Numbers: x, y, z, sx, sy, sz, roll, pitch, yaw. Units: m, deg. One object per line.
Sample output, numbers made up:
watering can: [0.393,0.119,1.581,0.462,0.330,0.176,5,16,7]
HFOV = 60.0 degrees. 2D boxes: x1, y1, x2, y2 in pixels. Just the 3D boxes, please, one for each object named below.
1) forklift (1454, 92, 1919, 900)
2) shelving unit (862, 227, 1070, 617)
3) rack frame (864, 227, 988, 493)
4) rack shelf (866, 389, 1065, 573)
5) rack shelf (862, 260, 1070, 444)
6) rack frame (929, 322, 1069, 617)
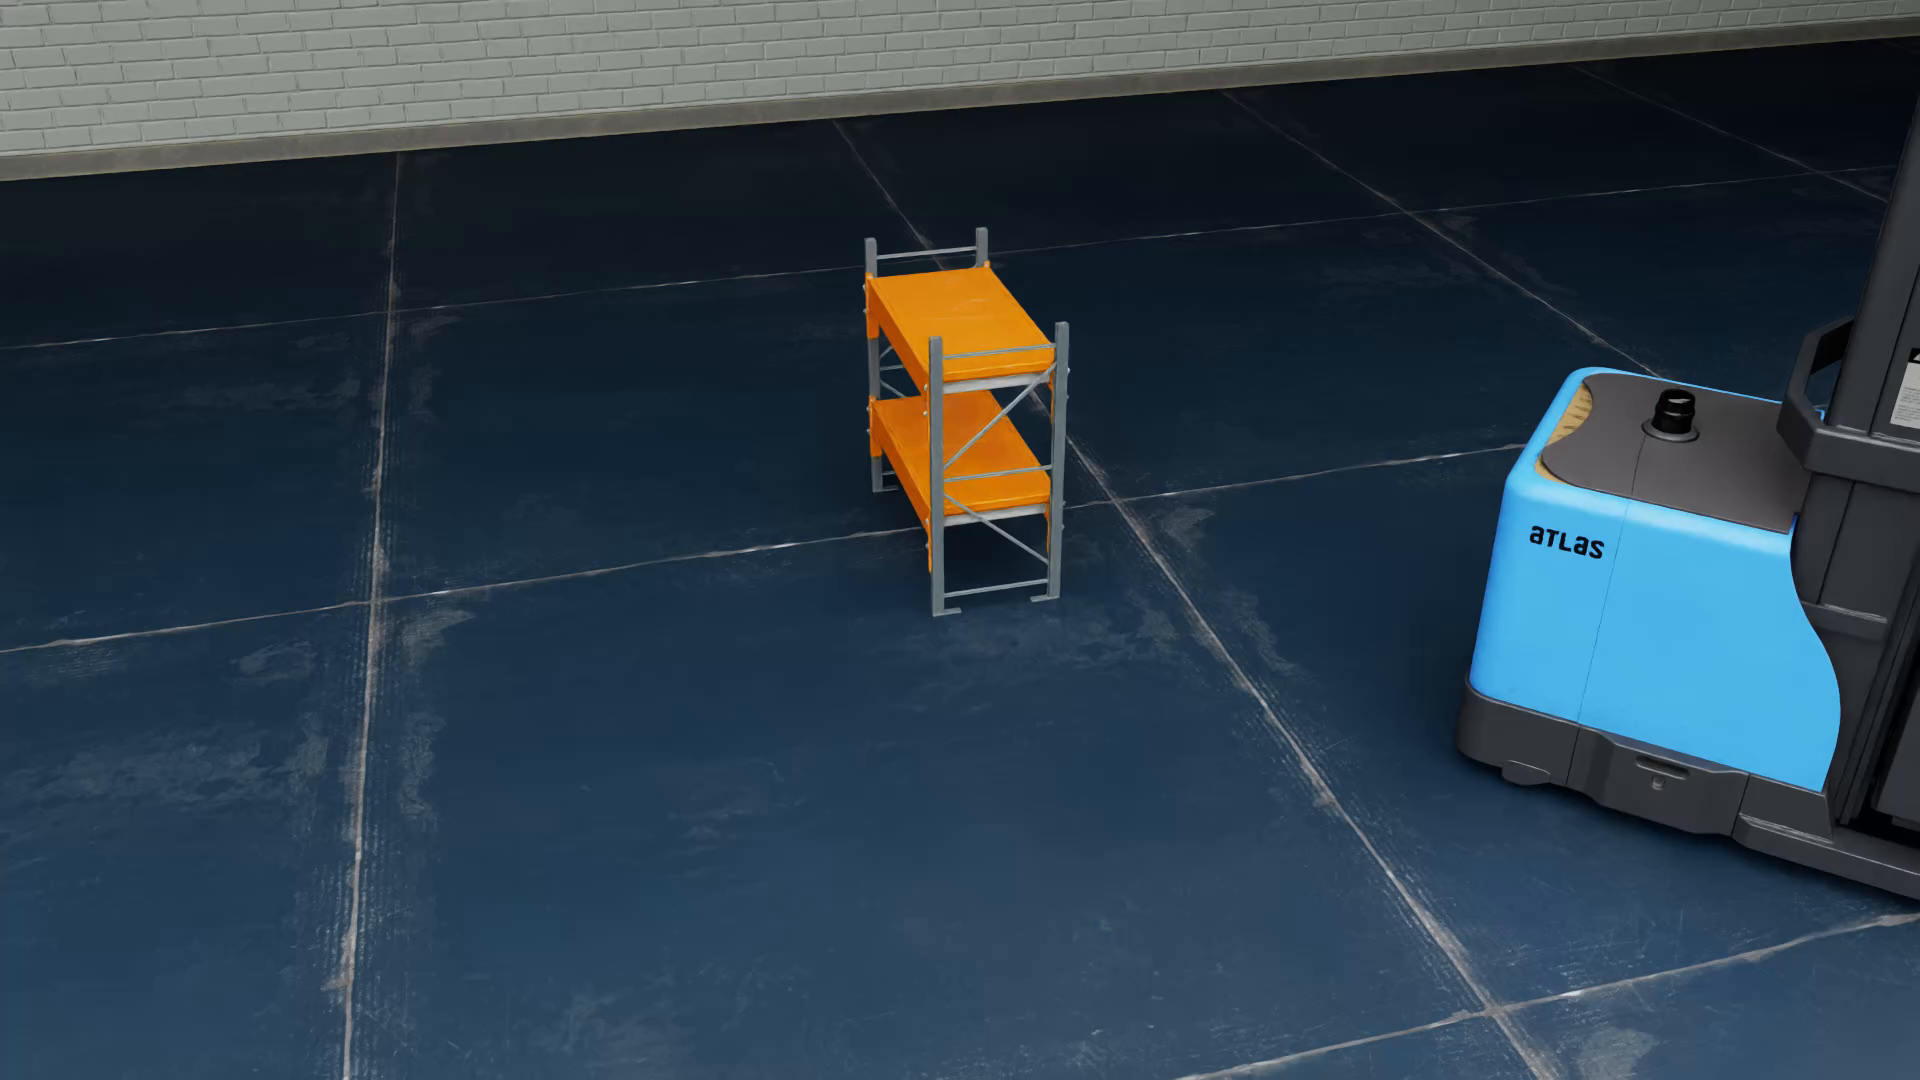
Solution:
forklift: [3.160,-0.373,4.468,3.031,2.935,1.130,16,34,25]
shelving unit: [0.002,-0.484,6.463,0.538,1.125,1.048,-8,31,-13]
rack frame: [-0.133,-0.729,6.887,0.500,1.125,0.032,-8,31,-13]
rack shelf: [0.002,-0.272,6.585,0.538,0.278,1.000,-8,31,-13]
rack shelf: [0.002,-0.737,6.316,0.538,0.278,1.000,-8,31,-13]
rack frame: [0.137,-0.238,6.038,0.500,1.125,0.032,-8,31,-13]
